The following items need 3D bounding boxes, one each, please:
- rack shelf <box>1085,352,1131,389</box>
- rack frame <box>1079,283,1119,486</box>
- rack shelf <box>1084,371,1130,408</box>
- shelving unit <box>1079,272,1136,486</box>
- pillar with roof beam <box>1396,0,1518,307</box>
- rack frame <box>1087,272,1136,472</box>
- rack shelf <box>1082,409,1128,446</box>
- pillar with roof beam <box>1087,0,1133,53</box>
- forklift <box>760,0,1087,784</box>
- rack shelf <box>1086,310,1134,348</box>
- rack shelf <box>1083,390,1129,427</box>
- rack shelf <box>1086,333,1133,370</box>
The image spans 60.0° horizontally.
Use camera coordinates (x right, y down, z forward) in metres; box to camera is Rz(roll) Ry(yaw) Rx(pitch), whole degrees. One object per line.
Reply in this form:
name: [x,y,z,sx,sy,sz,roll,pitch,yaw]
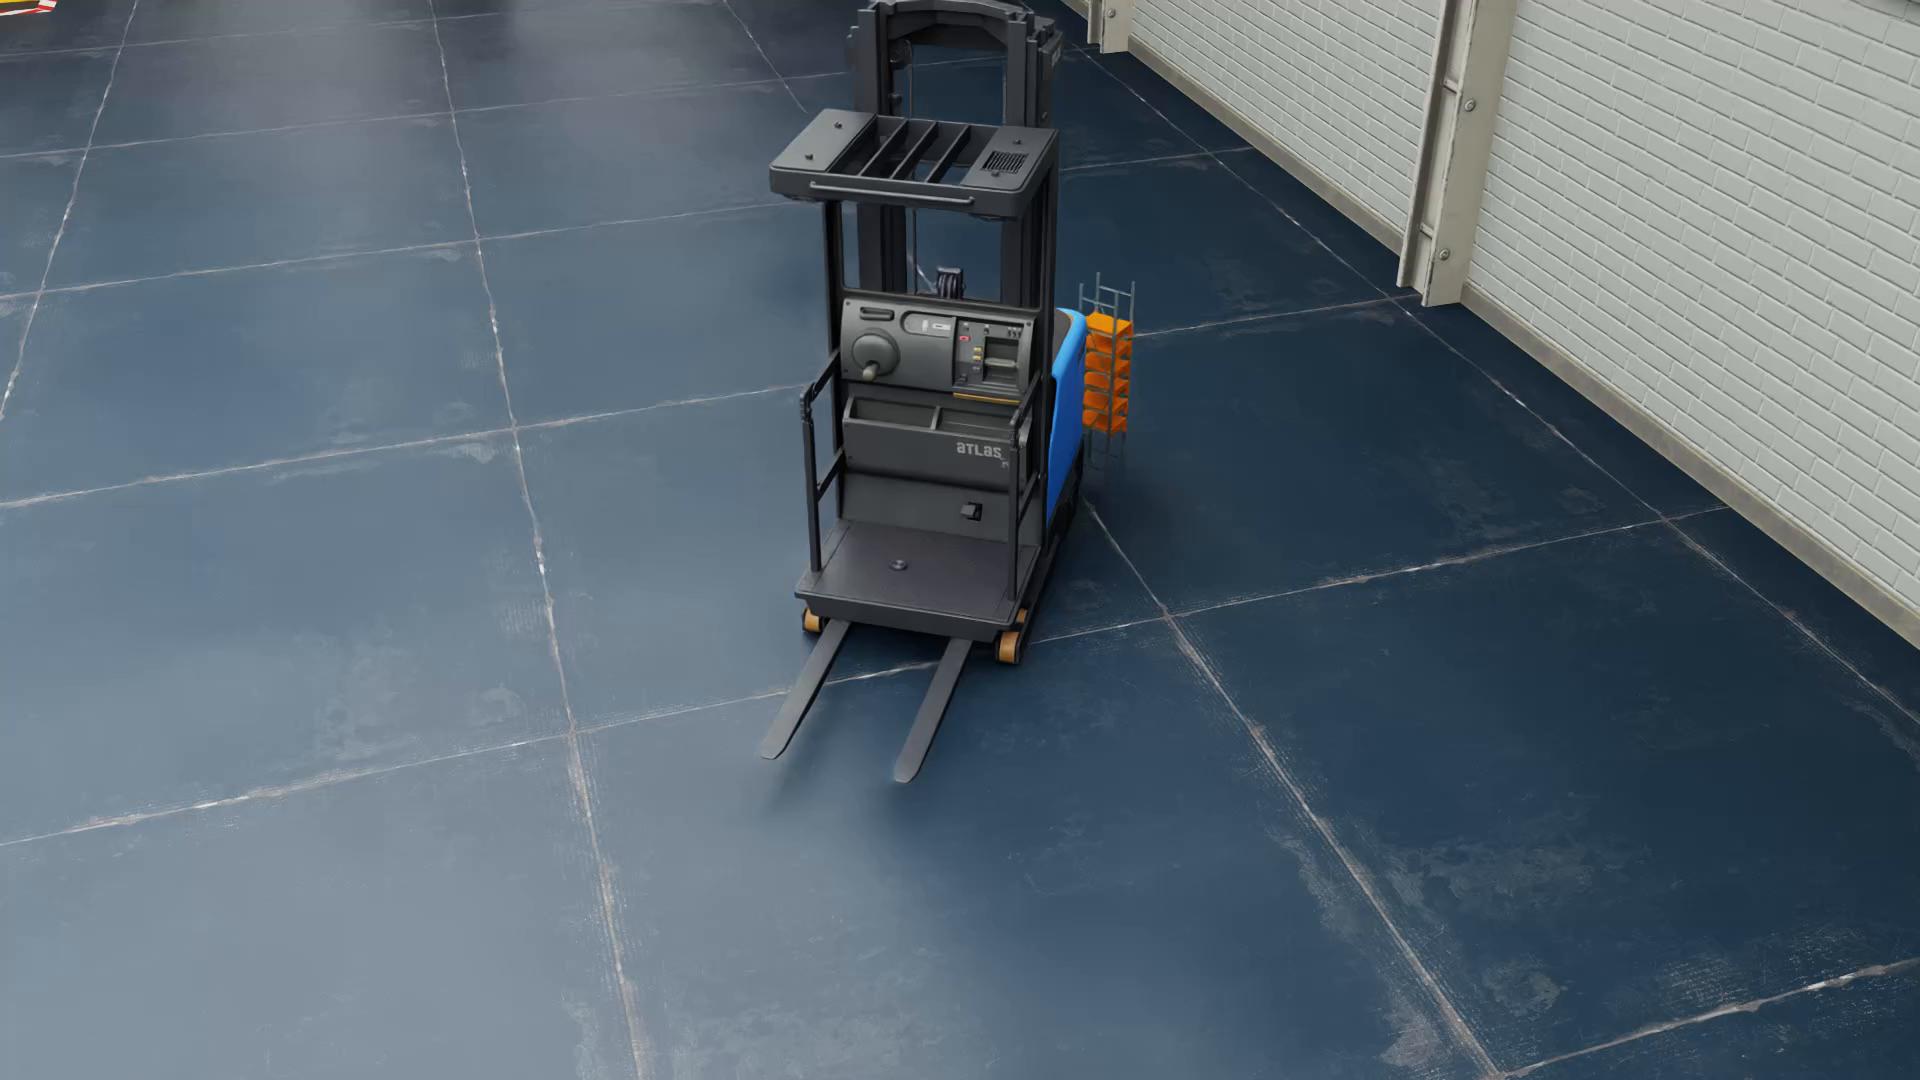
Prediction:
rack shelf: [0.799,-0.955,9.289,0.258,0.103,0.180,20,39,28]
rack frame: [0.748,-0.850,9.268,0.240,1.200,0.006,20,39,28]
rack shelf: [0.799,-0.855,9.356,0.258,0.103,0.180,20,39,28]
shelving unit: [0.799,-0.892,9.331,0.258,1.200,0.189,20,39,28]
pillar with roof beam: [-0.795,-4.772,8.129,9.100,9.000,0.400,-10,35,-15]
rack frame: [0.850,-0.934,9.394,0.240,1.200,0.006,20,39,28]
rack shelf: [0.799,-0.655,9.488,0.258,0.103,0.180,20,39,28]
pillar with roof beam: [-2.625,-7.922,12.896,9.100,9.000,0.400,-10,35,-15]
forklift: [-0.164,-0.853,7.702,1.130,2.935,3.031,8,34,12]
rack shelf: [0.799,-1.156,9.157,0.258,0.103,0.180,20,39,28]
rack shelf: [0.799,-0.755,9.422,0.258,0.103,0.180,20,39,28]
rack shelf: [0.799,-1.055,9.223,0.258,0.103,0.180,20,39,28]
